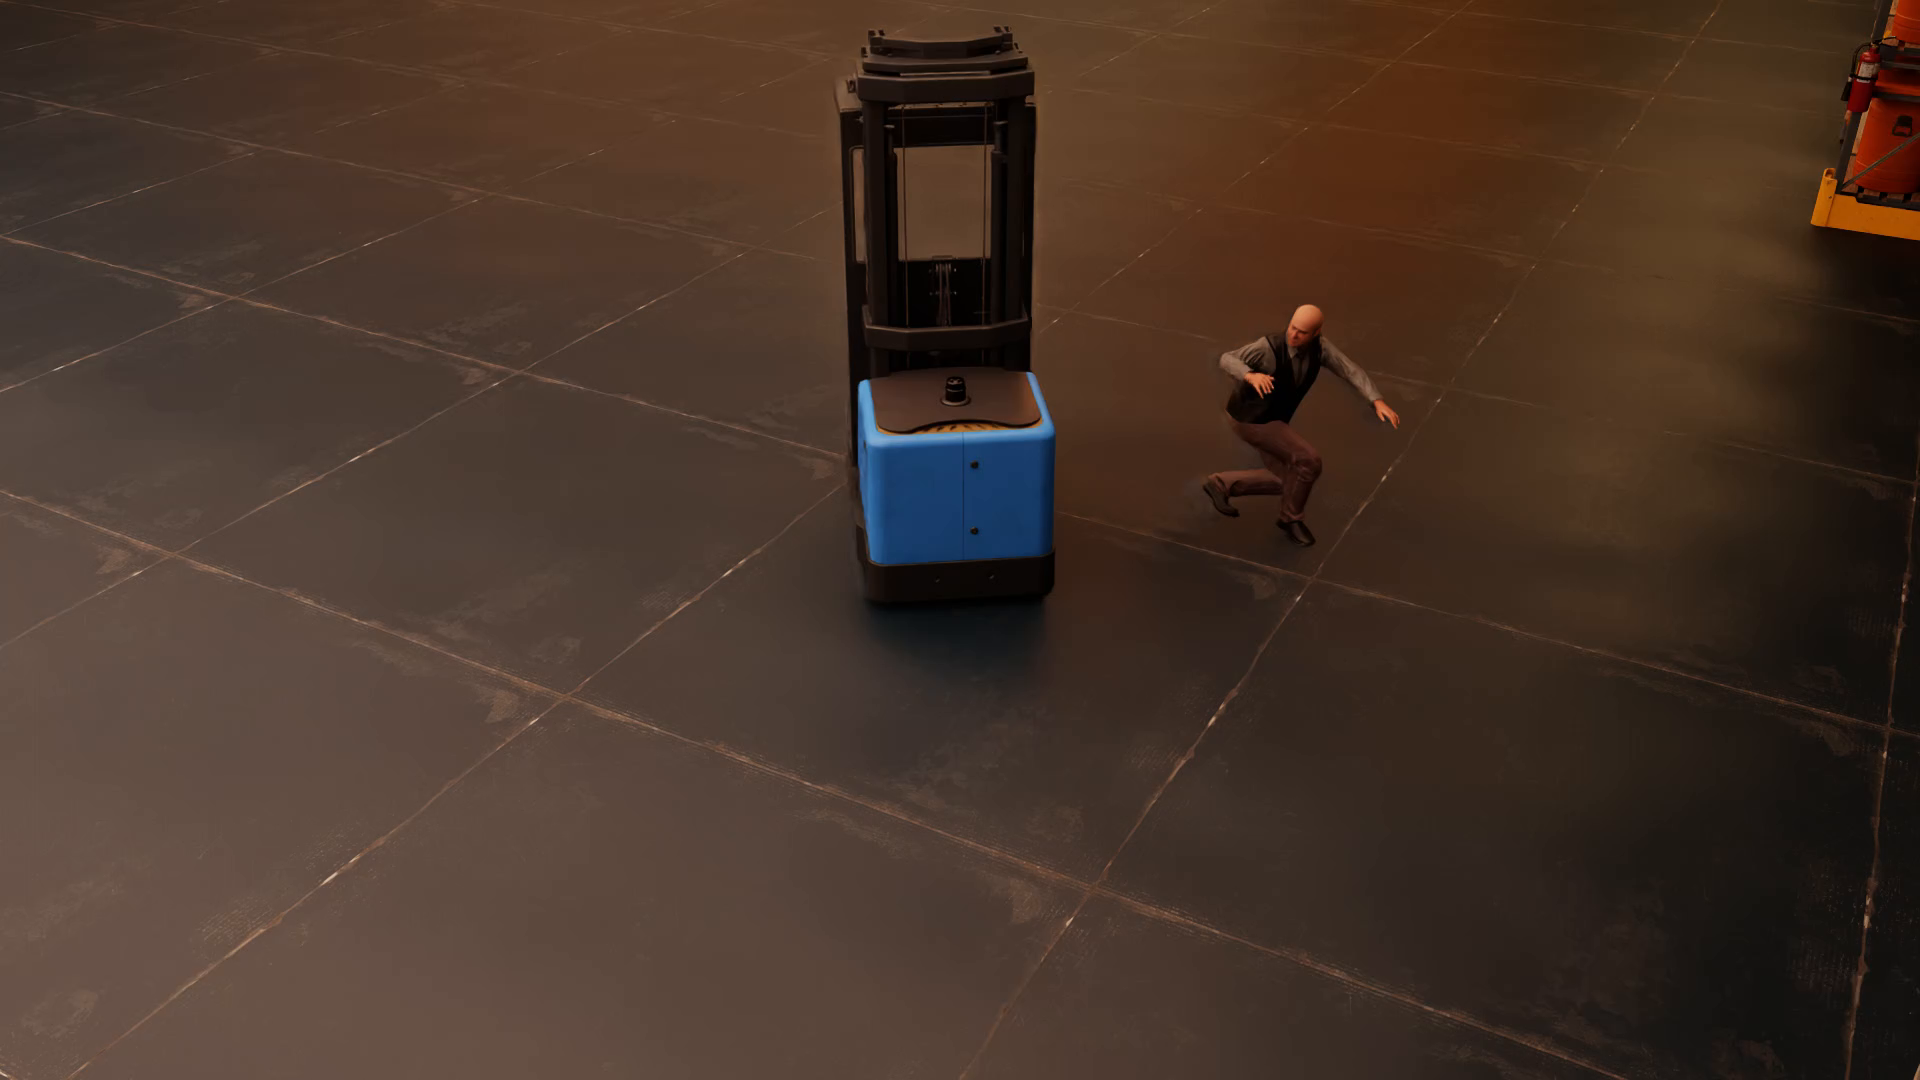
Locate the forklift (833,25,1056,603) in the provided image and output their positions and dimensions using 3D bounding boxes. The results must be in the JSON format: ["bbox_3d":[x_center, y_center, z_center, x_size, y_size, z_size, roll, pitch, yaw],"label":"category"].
[{"bbox_3d":[-0.154,-1.633,9.900,1.130,2.935,3.031,-3,30,-6],"label":"forklift"}]

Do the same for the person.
[{"bbox_3d":[1.940,-0.638,9.667,1.083,1.467,0.807,22,36,33],"label":"person"}]
